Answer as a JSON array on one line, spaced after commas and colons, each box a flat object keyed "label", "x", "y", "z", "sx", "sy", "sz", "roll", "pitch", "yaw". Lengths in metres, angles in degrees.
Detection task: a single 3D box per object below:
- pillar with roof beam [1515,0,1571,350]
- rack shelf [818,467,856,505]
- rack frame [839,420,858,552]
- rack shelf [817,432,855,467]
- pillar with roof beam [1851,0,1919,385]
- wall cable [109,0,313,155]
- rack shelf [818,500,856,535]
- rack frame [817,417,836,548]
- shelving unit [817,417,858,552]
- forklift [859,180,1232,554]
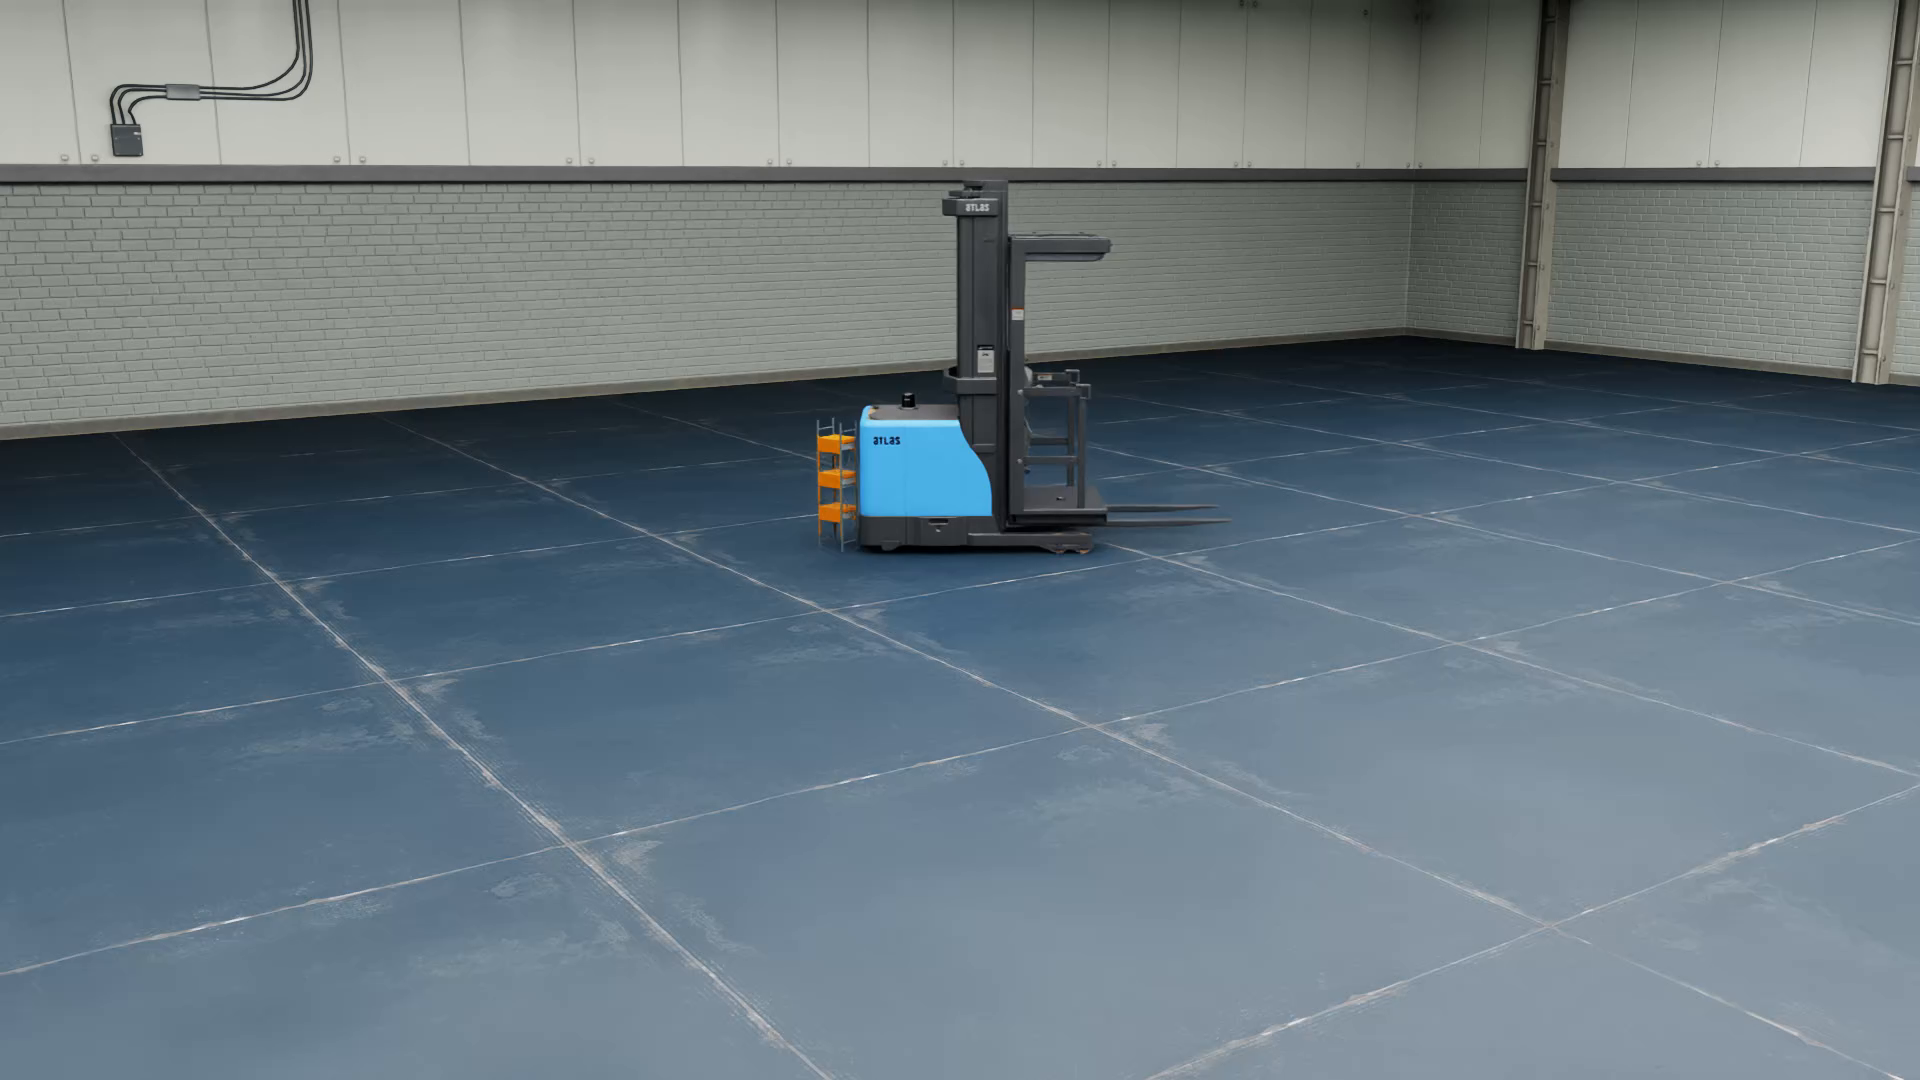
[{"label": "pillar with roof beam", "x": 6.459, "y": -7.264, "z": 26.013, "sx": 9.100, "sy": 9.000, "sz": 0.400, "roll": -8, "pitch": 15, "yaw": -33}, {"label": "rack shelf", "x": -0.990, "y": -0.440, "z": 13.465, "sx": 0.240, "sy": 0.259, "sz": 0.215, "roll": 9, "pitch": 15, "yaw": 37}, {"label": "rack frame", "x": -0.894, "y": -0.434, "z": 13.390, "sx": 0.008, "sy": 1.050, "sz": 0.200, "roll": 9, "pitch": 15, "yaw": 37}, {"label": "rack shelf", "x": -0.990, "y": -0.717, "z": 13.404, "sx": 0.240, "sy": 0.259, "sz": 0.215, "roll": 9, "pitch": 15, "yaw": 37}, {"label": "pillar with roof beam", "x": 9.784, "y": -6.197, "z": 21.133, "sx": 9.100, "sy": 9.000, "sz": 0.400, "roll": -8, "pitch": 15, "yaw": -33}, {"label": "wall cable", "x": -8.800, "y": -7.507, "z": 19.167, "sx": 2.305, "sy": 6.003, "sz": 0.169, "roll": -8, "pitch": 15, "yaw": -33}, {"label": "rack shelf", "x": -0.990, "y": -0.168, "z": 13.524, "sx": 0.240, "sy": 0.259, "sz": 0.215, "roll": 9, "pitch": 15, "yaw": 37}, {"label": "rack frame", "x": -1.087, "y": -0.466, "z": 13.536, "sx": 0.008, "sy": 1.050, "sz": 0.200, "roll": 9, "pitch": 15, "yaw": 37}, {"label": "shelving unit", "x": -0.990, "y": -0.450, "z": 13.463, "sx": 0.252, "sy": 1.050, "sz": 0.215, "roll": 9, "pitch": 15, "yaw": 37}, {"label": "forklift", "x": 0.695, "y": -1.435, "z": 13.562, "sx": 3.031, "sy": 2.935, "sz": 1.130, "roll": 0, "pitch": 12, "yaw": -1}]
